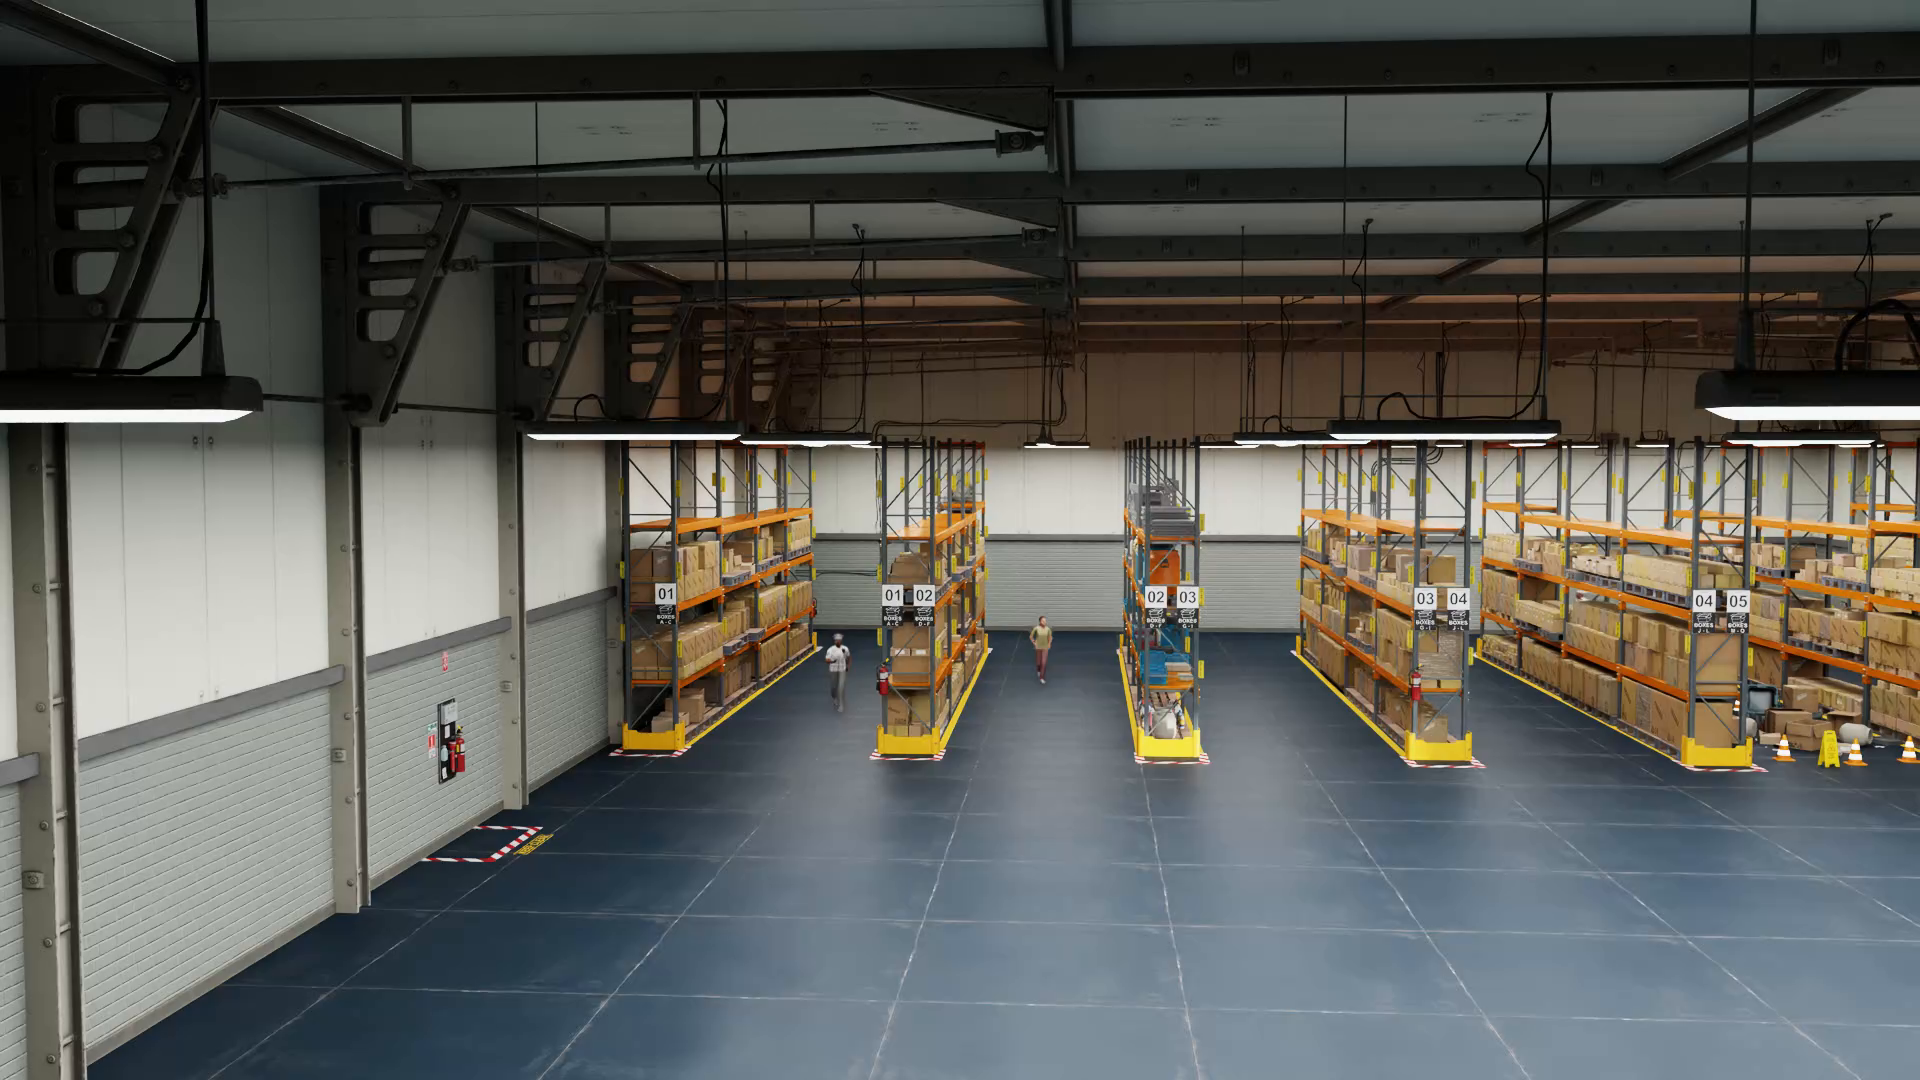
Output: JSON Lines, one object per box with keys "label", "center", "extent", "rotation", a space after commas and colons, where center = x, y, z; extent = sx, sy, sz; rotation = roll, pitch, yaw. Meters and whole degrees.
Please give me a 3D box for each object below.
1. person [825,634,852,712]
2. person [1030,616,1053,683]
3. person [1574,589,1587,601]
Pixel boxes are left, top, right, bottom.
{"label": "person", "center": [-2.680, 2.897, 36.688], "extent": [0.580, 1.677, 0.933], "rotation": [0, 3, -4]}
{"label": "person", "center": [2.024, 2.706, 41.263], "extent": [0.576, 1.649, 0.627], "rotation": [0, 3, -7]}
{"label": "person", "center": [17.730, 2.292, 47.539], "extent": [0.788, 1.827, 0.676], "rotation": [1, 3, 15]}
